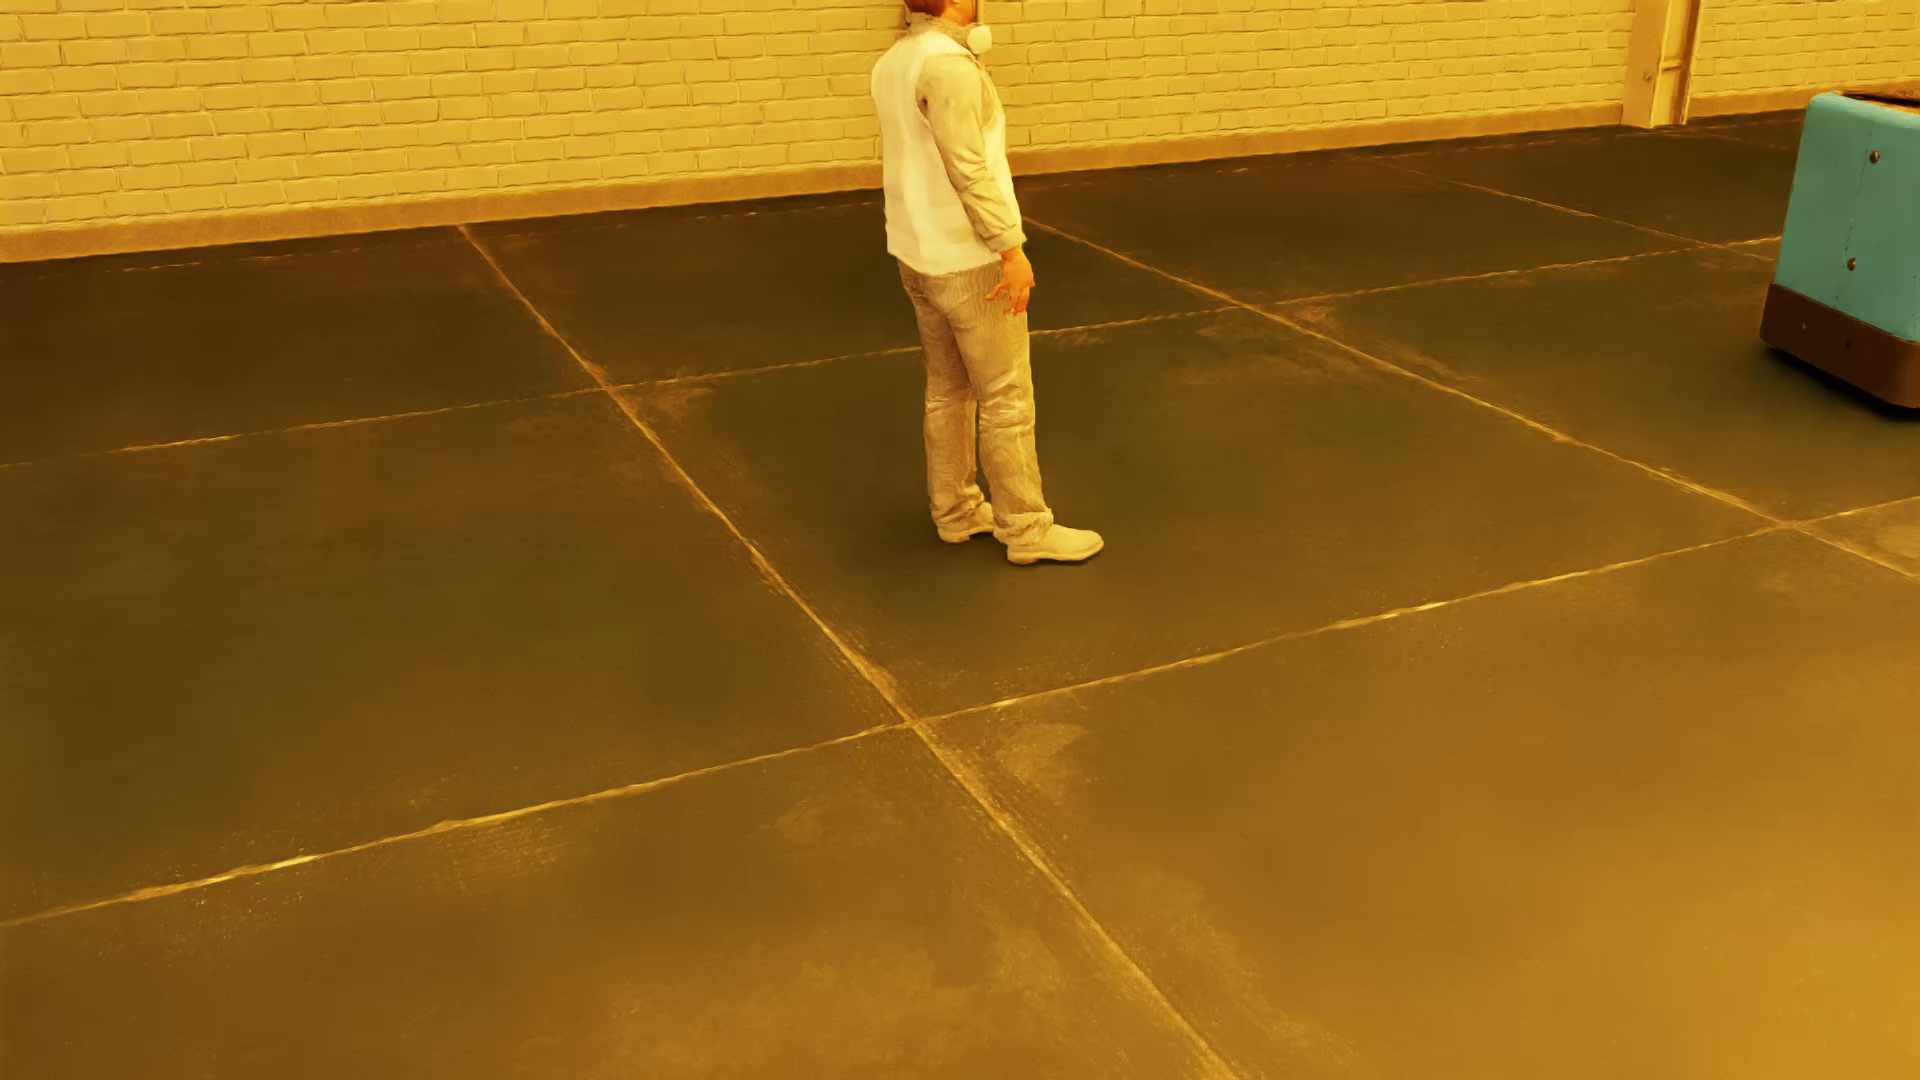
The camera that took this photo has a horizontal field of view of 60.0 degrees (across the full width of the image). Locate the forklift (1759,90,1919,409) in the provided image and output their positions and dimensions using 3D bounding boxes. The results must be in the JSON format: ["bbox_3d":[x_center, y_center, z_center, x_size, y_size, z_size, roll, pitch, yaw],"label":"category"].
[{"bbox_3d":[4.890,-2.014,6.135,3.031,2.935,1.130,-2,23,-5],"label":"forklift"}]

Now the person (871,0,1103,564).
[{"bbox_3d":[0.060,-0.833,4.781,0.567,1.773,0.632,-10,25,-23],"label":"person"}]
